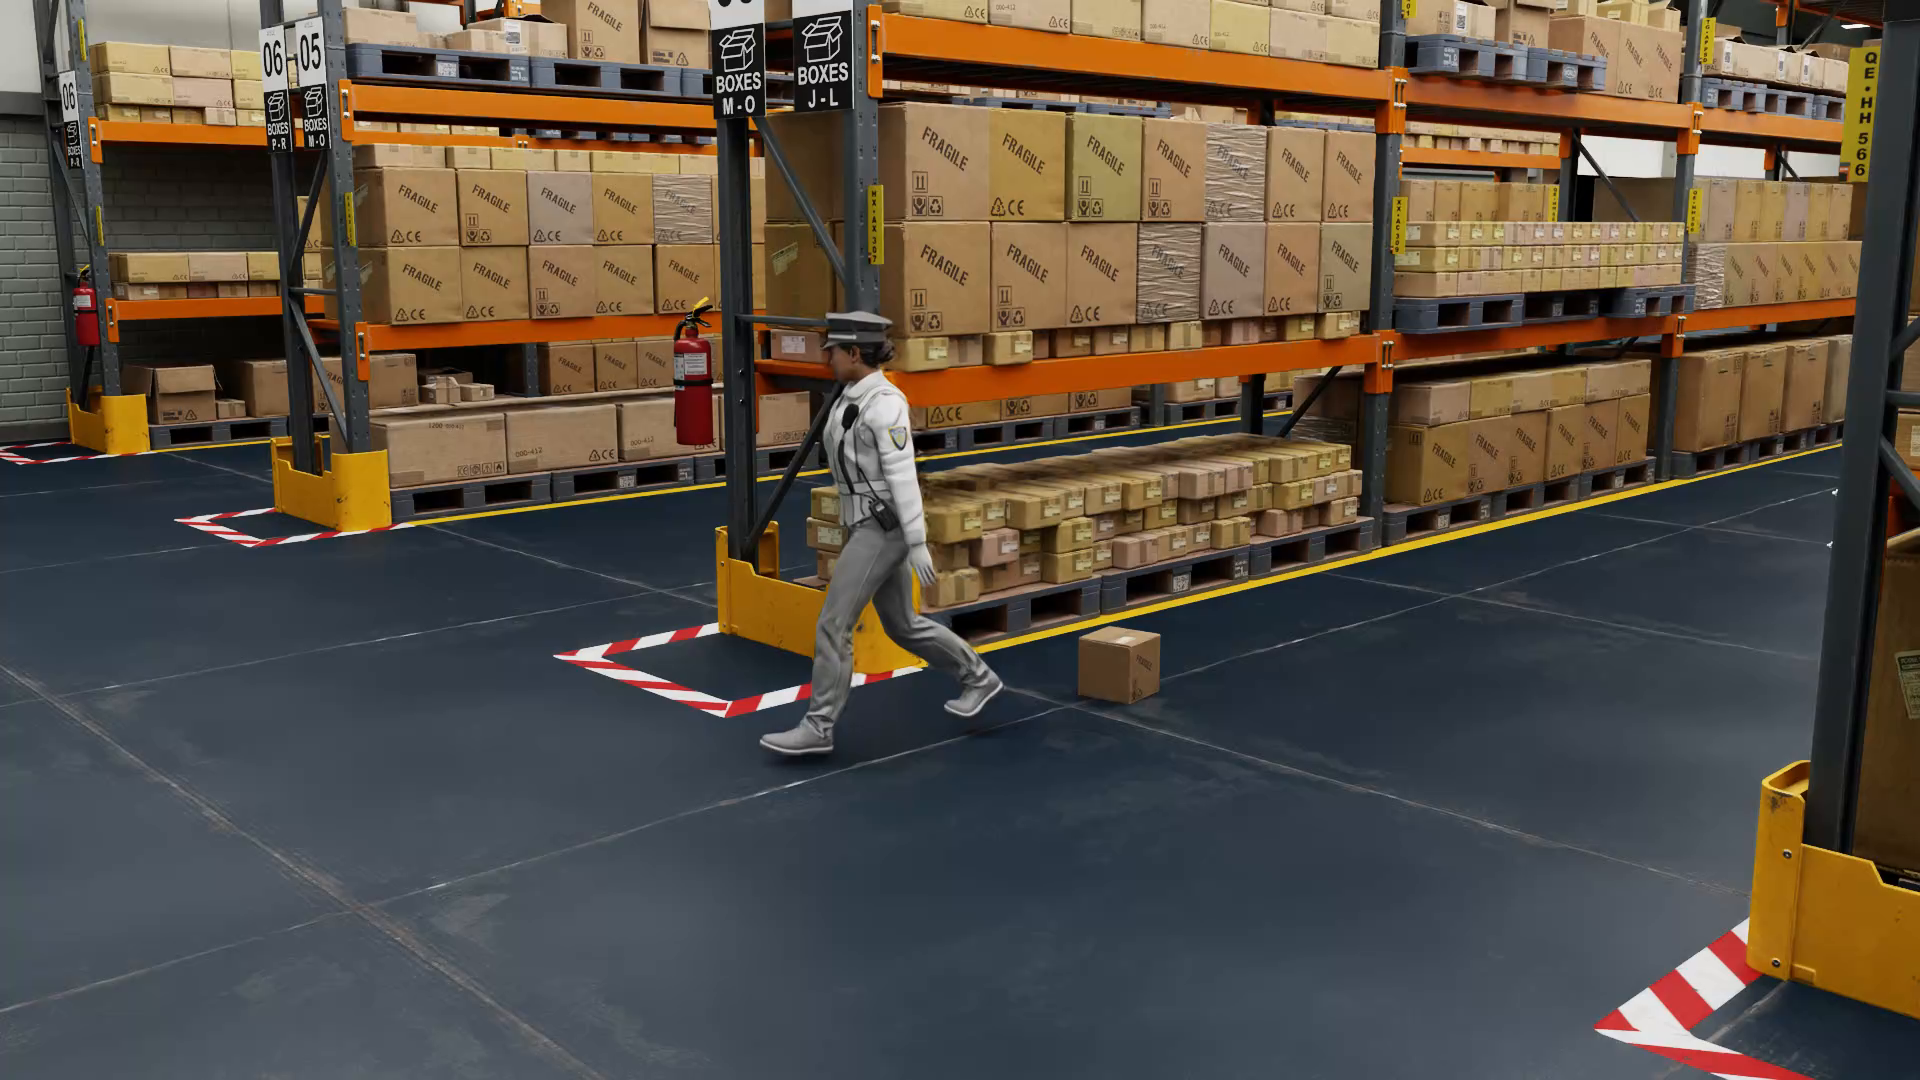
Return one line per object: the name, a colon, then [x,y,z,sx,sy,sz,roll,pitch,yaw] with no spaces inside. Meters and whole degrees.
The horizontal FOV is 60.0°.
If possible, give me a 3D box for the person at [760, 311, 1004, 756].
person: [-0.285,-0.036,6.155,0.992,1.610,0.584,-3,11,-16]
